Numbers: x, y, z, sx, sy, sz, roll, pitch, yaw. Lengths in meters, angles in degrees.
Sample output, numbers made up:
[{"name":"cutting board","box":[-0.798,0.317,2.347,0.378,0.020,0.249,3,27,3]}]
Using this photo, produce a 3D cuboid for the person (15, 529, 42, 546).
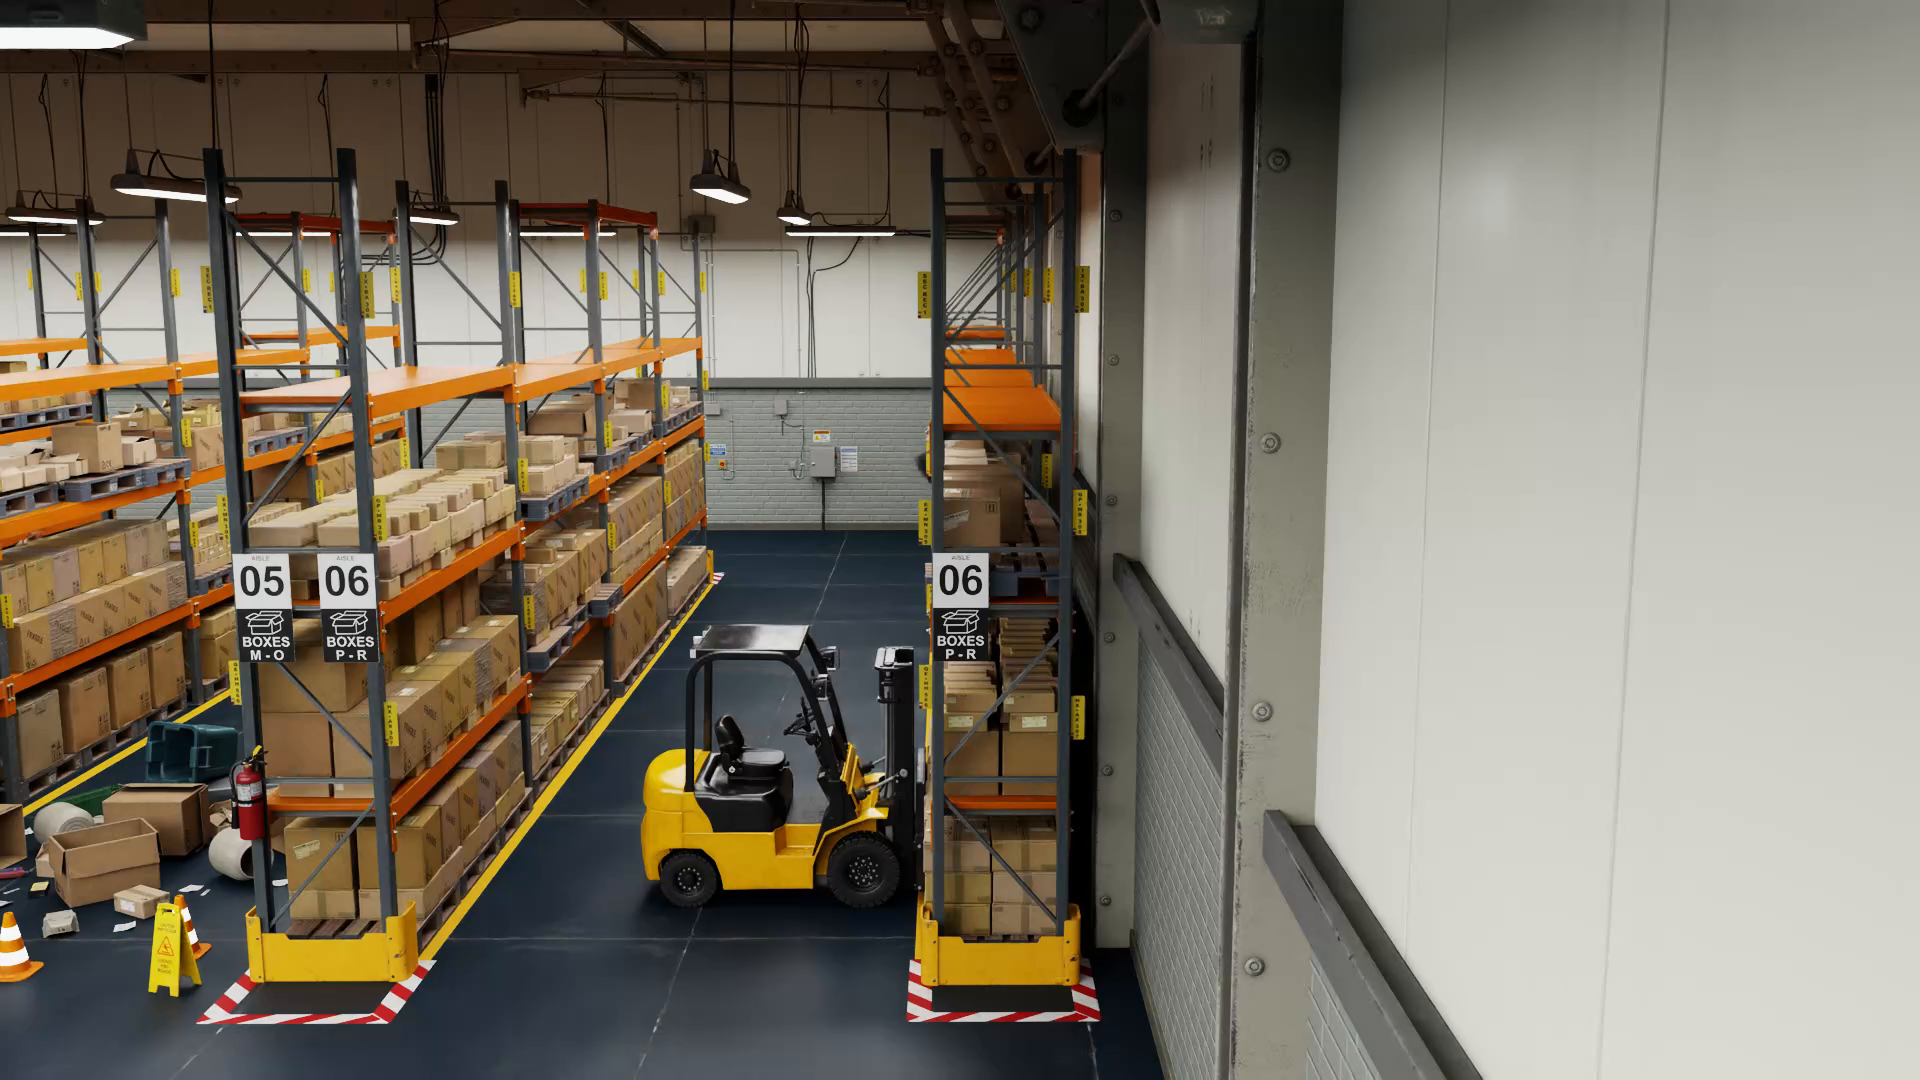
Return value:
[{"name":"person","box":[-12.838,0.608,23.093,0.637,1.782,0.638,0,9,-3]}]
